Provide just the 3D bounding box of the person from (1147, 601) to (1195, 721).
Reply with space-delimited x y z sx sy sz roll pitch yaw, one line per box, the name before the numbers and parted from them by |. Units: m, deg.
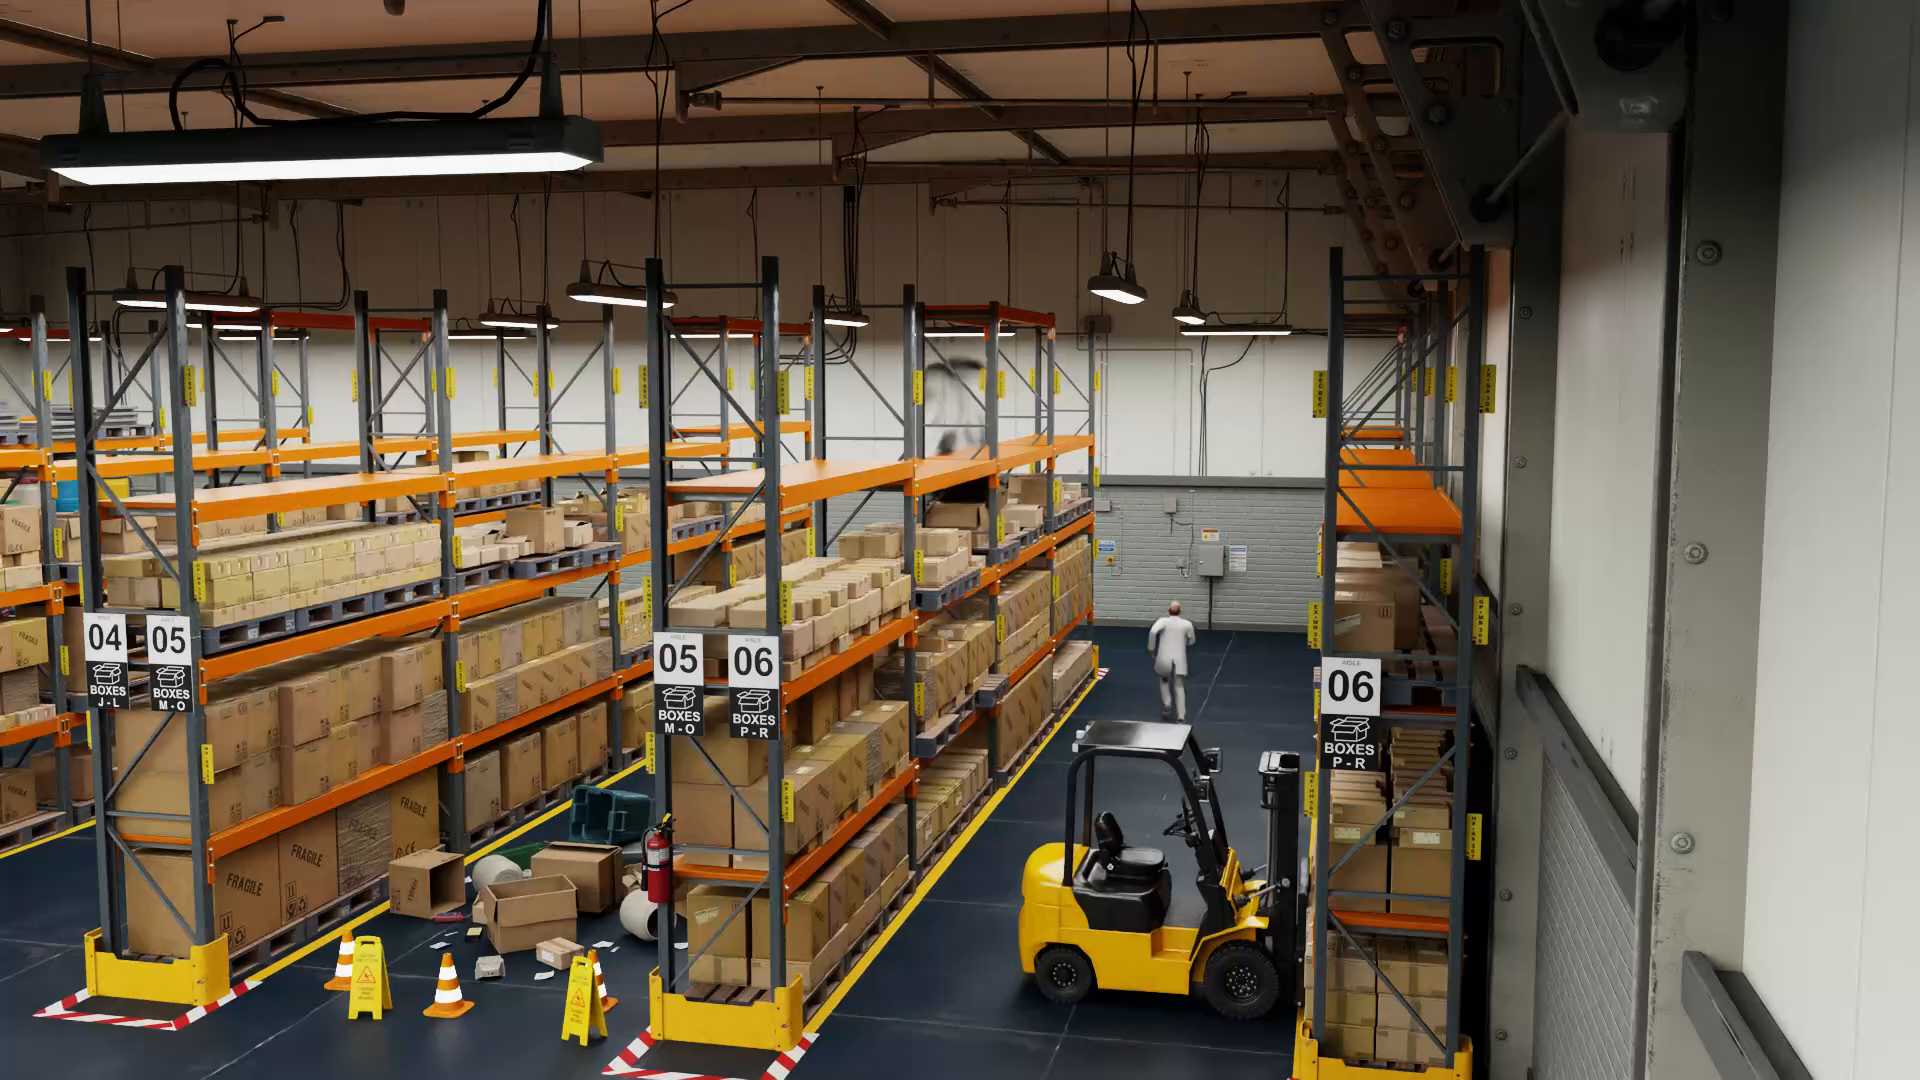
person | 3.116 1.803 24.543 0.724 1.794 0.953 0 6 3
